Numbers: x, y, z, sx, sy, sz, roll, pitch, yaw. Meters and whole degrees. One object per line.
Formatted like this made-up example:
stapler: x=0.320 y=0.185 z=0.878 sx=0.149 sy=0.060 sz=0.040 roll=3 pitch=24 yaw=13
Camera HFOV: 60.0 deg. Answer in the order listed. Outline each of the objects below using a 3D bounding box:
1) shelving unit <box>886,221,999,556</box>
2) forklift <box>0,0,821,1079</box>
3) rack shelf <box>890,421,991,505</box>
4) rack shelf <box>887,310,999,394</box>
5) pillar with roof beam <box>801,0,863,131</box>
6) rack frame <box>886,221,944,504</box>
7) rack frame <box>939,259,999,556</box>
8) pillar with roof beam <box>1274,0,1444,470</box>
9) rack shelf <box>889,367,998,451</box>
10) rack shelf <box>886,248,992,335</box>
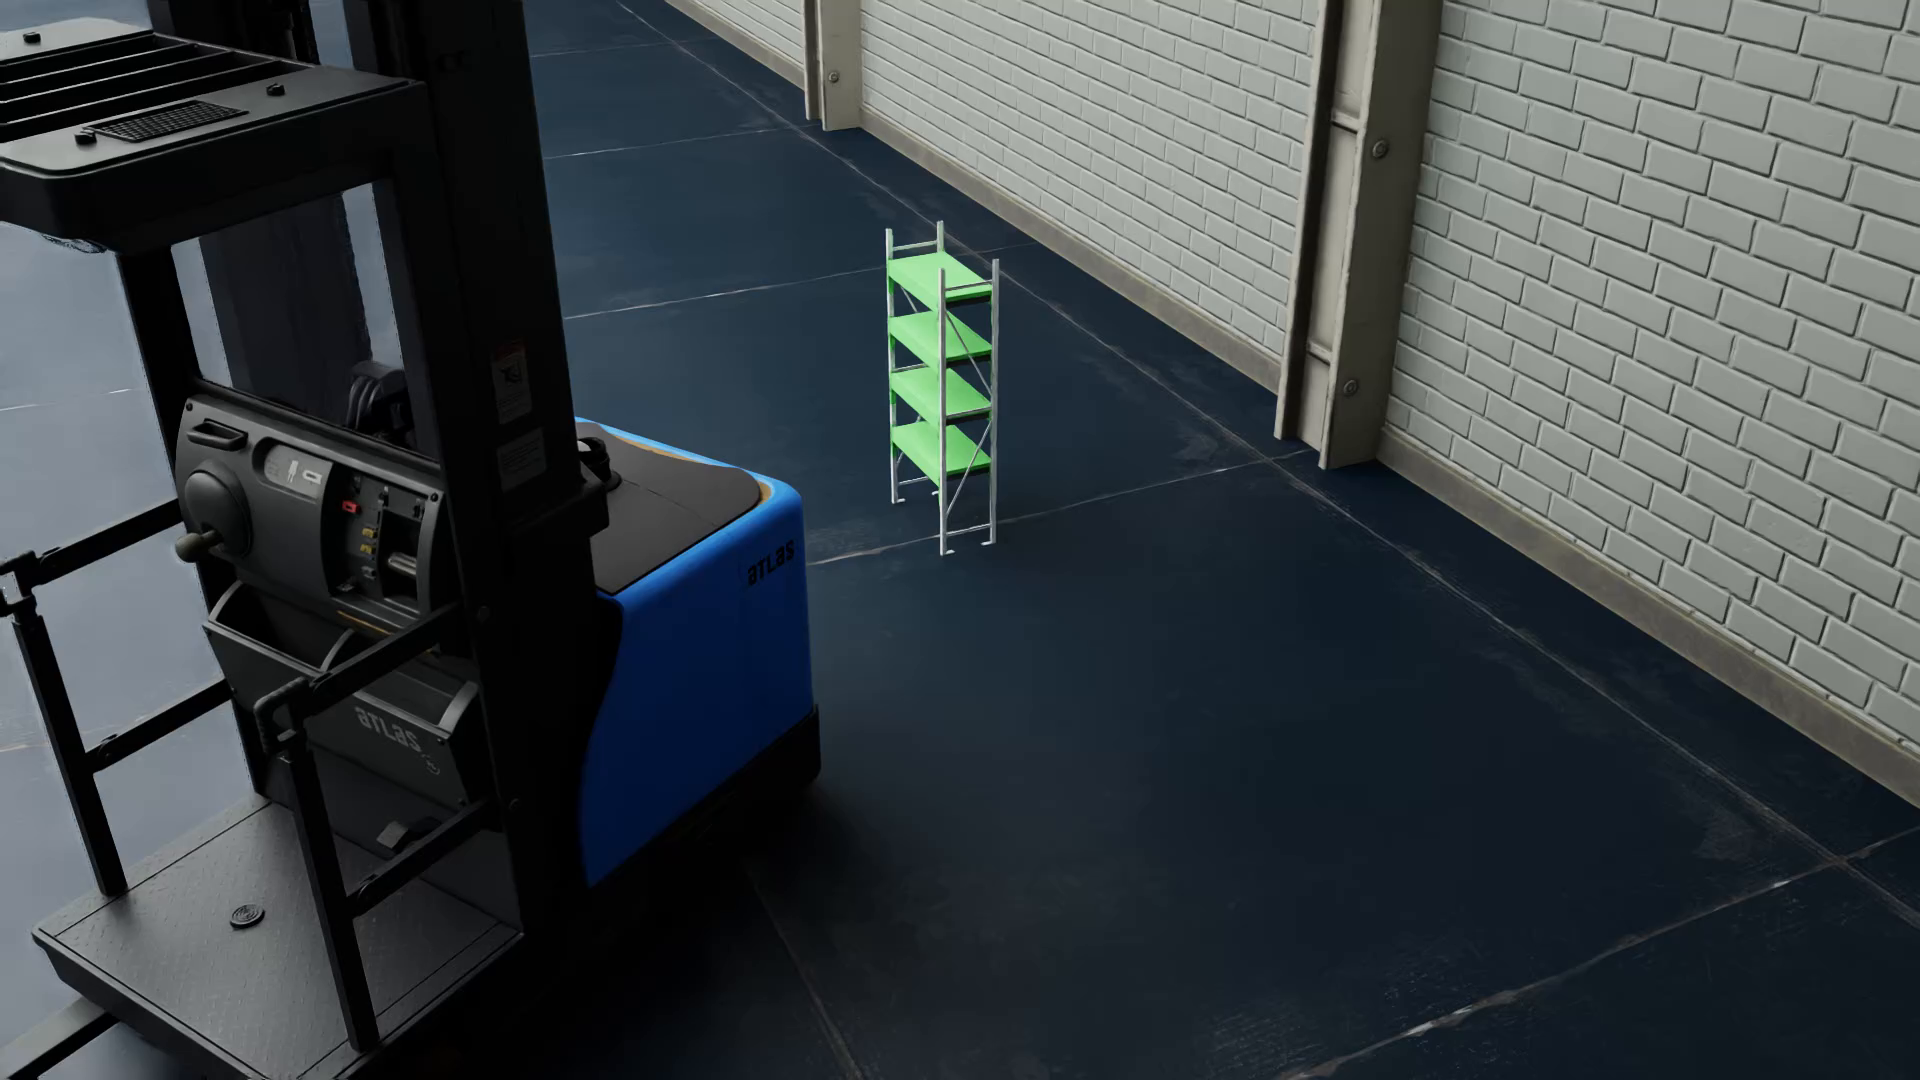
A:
shelving unit: x=-0.071 y=-0.596 z=6.587 sx=0.258 sy=1.200 sz=0.503 roll=-13 pitch=32 yaw=-22
forklift: x=-1.667 y=-0.022 z=3.793 sx=1.130 sy=2.935 sz=3.031 roll=18 pitch=34 yaw=28
rack shelf: x=-0.071 y=-0.331 z=6.736 sx=0.258 sy=0.148 sz=0.480 roll=-13 pitch=32 yaw=-22
rack shelf: x=-0.071 y=-0.750 z=6.501 sx=0.258 sy=0.148 sz=0.480 roll=-13 pitch=32 yaw=-22
pillar with roof beam: x=-4.808 y=-6.096 z=8.421 sx=9.100 sy=9.000 sz=0.400 roll=-13 pitch=32 yaw=-22
rack frame: x=-0.176 y=-0.704 z=6.779 sx=0.240 sy=1.200 sz=0.015 roll=-13 pitch=32 yaw=-22
rack frame: x=0.034 y=-0.489 z=6.395 sx=0.240 sy=1.200 sz=0.015 roll=-13 pitch=32 yaw=-22
pillar with roof beam: x=-2.232 y=-3.446 z=3.694 sx=9.100 sy=9.000 sz=0.400 roll=-13 pitch=32 yaw=-22
rack shelf: x=-0.071 y=-0.541 z=6.618 sx=0.258 sy=0.148 sz=0.480 roll=-13 pitch=32 yaw=-22
rack shelf: x=-0.071 y=-0.959 z=6.383 sx=0.258 sy=0.148 sz=0.480 roll=-13 pitch=32 yaw=-22
